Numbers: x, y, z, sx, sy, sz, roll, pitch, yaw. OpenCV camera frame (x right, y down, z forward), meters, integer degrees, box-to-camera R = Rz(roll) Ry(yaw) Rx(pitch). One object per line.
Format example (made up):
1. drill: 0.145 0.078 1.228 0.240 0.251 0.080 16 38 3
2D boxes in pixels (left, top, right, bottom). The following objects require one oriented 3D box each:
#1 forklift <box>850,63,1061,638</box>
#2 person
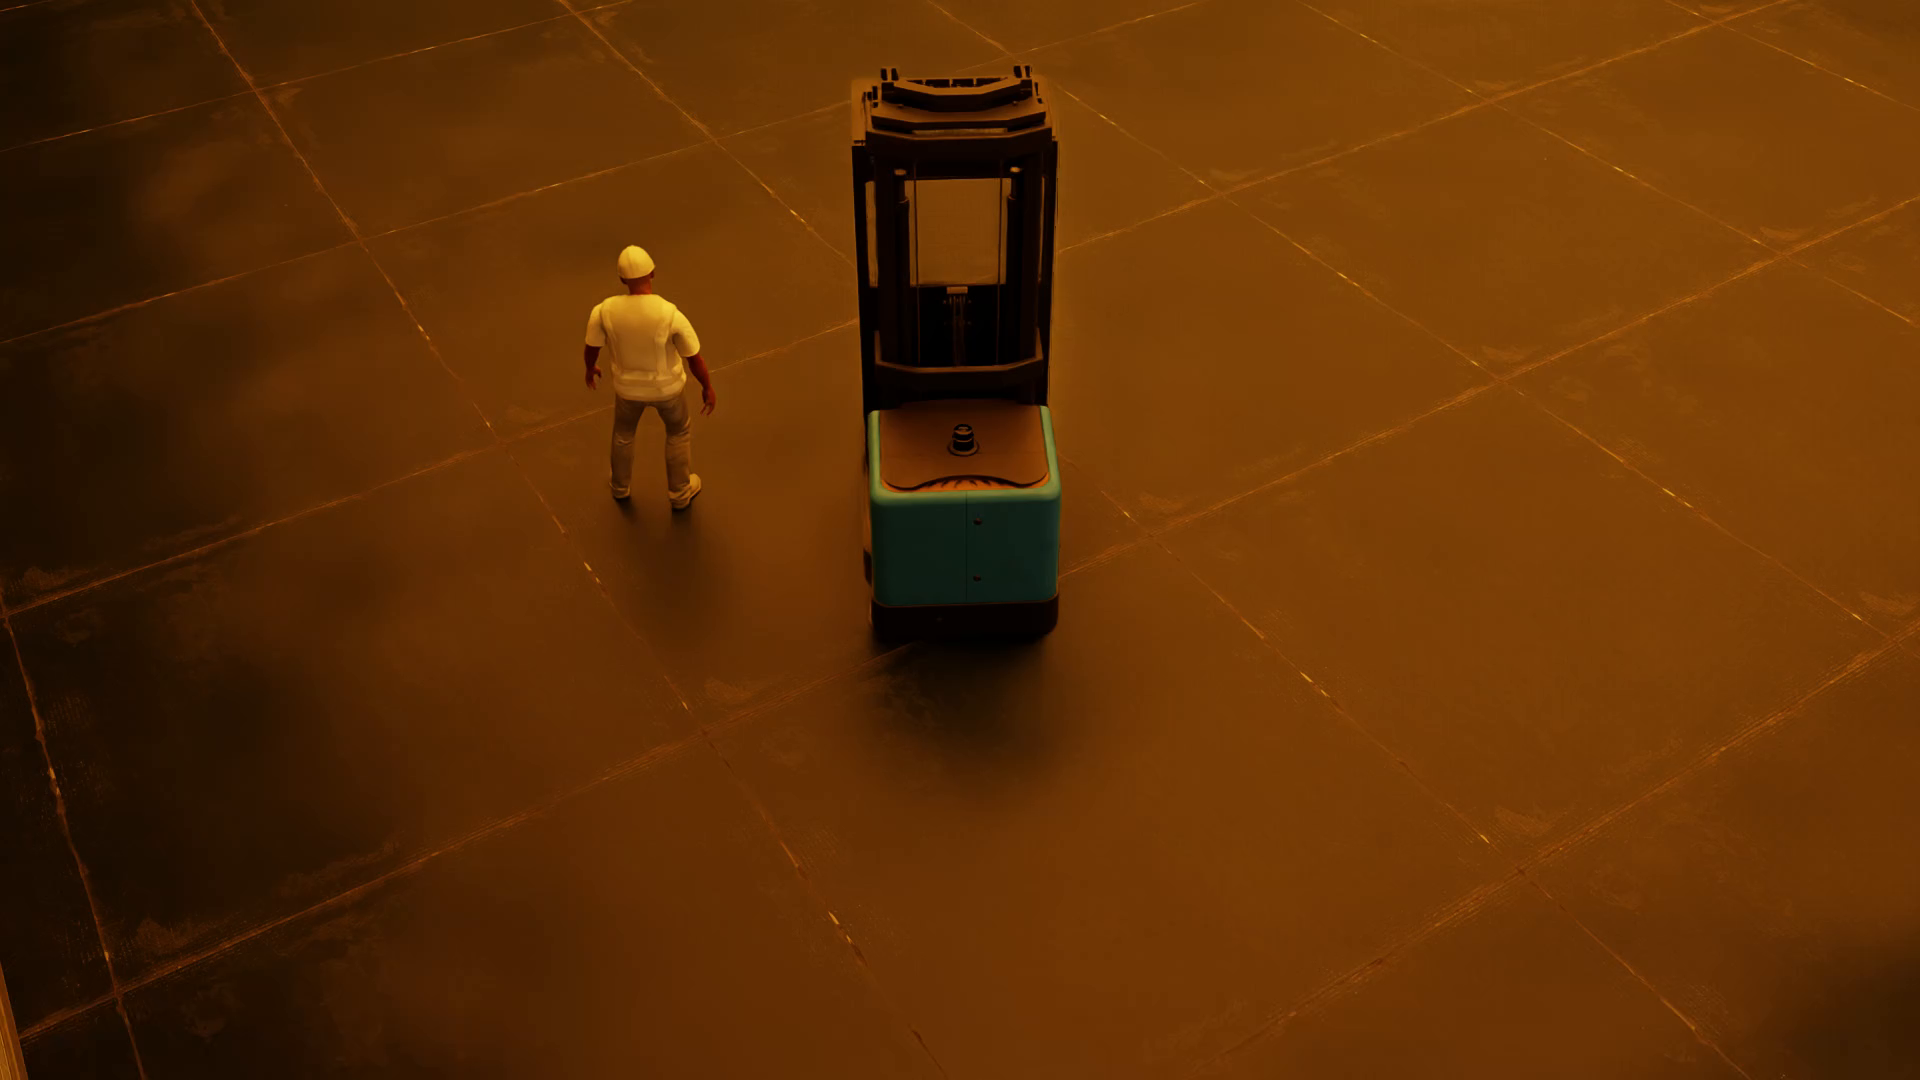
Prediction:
1. forklift: -0.042 -1.507 9.595 1.130 2.935 3.031 -2 41 -2
2. person: -1.844 -0.959 9.871 0.799 1.745 0.412 2 41 3
